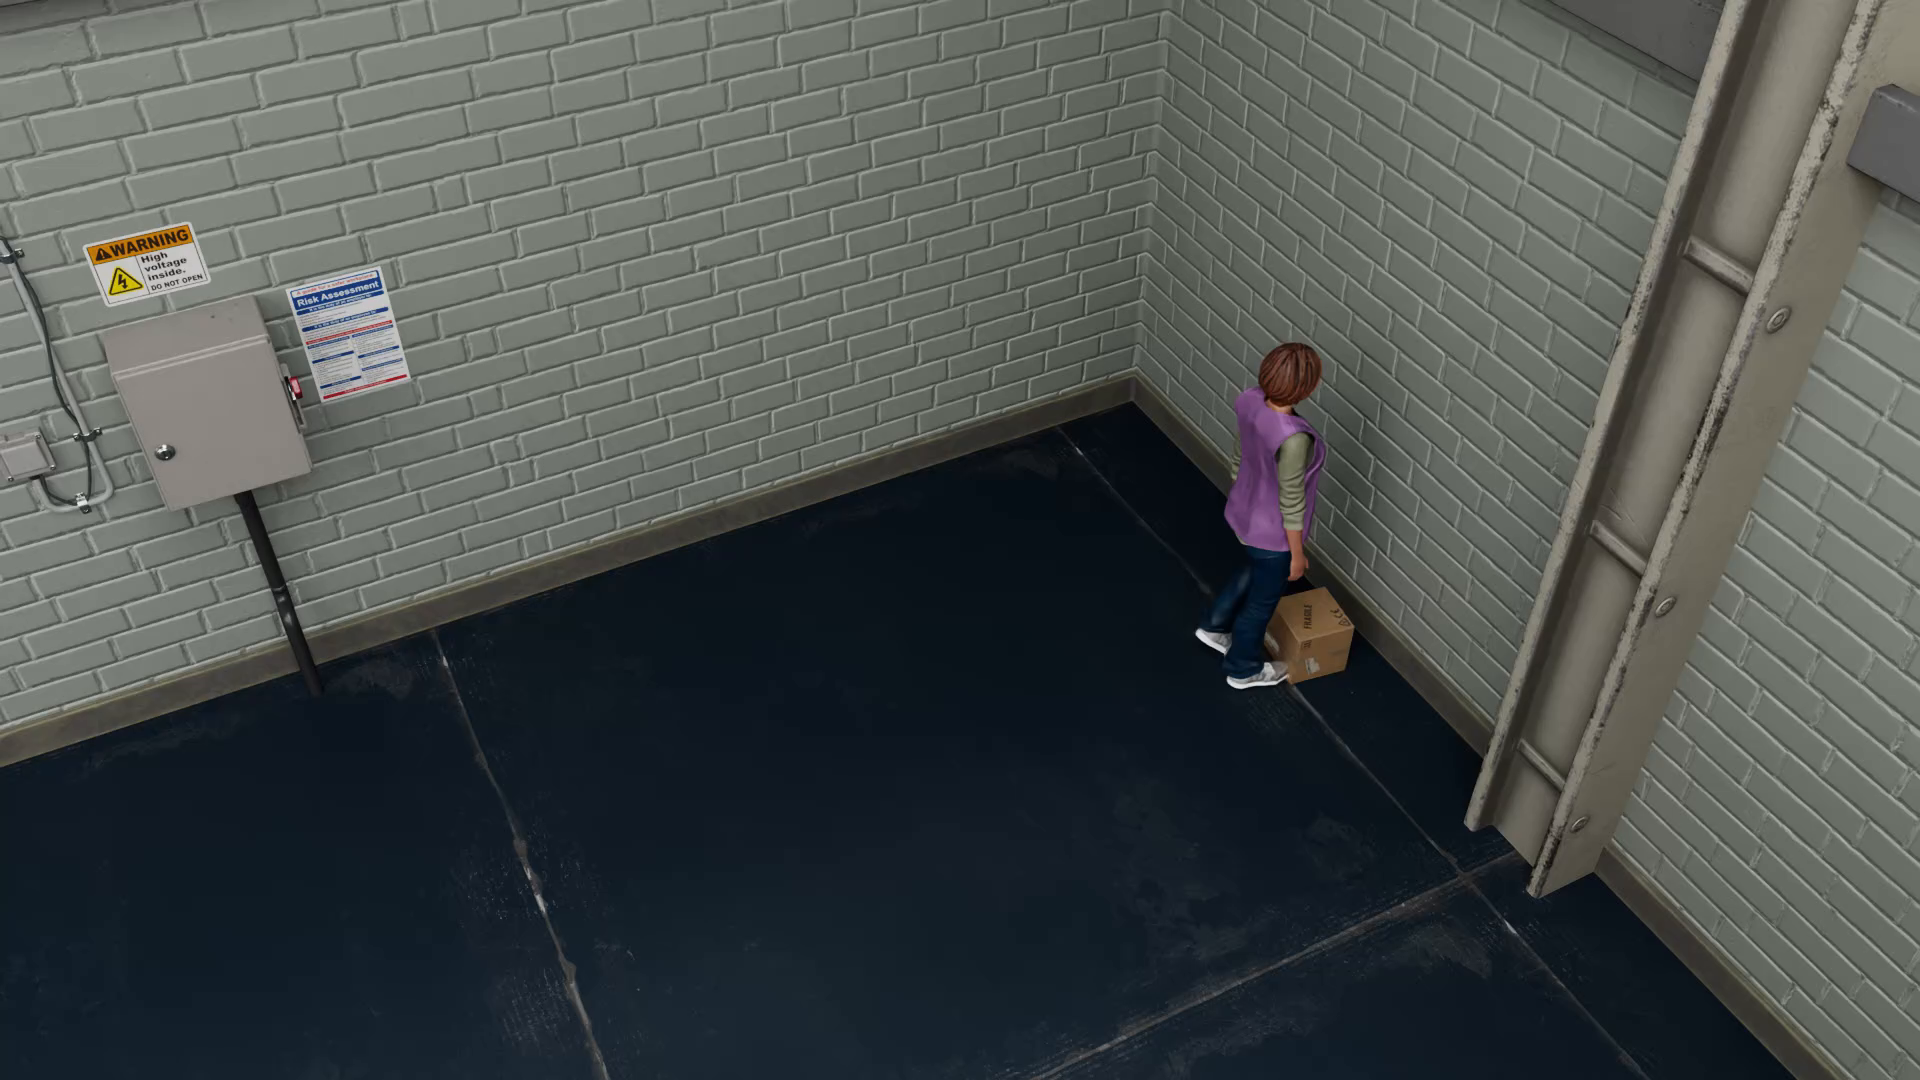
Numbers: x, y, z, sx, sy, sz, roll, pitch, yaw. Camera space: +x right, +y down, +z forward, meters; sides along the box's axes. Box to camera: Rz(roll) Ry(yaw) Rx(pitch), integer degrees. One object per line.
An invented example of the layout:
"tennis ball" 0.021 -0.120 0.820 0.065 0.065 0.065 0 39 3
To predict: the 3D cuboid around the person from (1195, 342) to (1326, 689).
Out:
"person" 1.165 -0.044 6.221 0.336 1.623 0.448 -13 43 -14
